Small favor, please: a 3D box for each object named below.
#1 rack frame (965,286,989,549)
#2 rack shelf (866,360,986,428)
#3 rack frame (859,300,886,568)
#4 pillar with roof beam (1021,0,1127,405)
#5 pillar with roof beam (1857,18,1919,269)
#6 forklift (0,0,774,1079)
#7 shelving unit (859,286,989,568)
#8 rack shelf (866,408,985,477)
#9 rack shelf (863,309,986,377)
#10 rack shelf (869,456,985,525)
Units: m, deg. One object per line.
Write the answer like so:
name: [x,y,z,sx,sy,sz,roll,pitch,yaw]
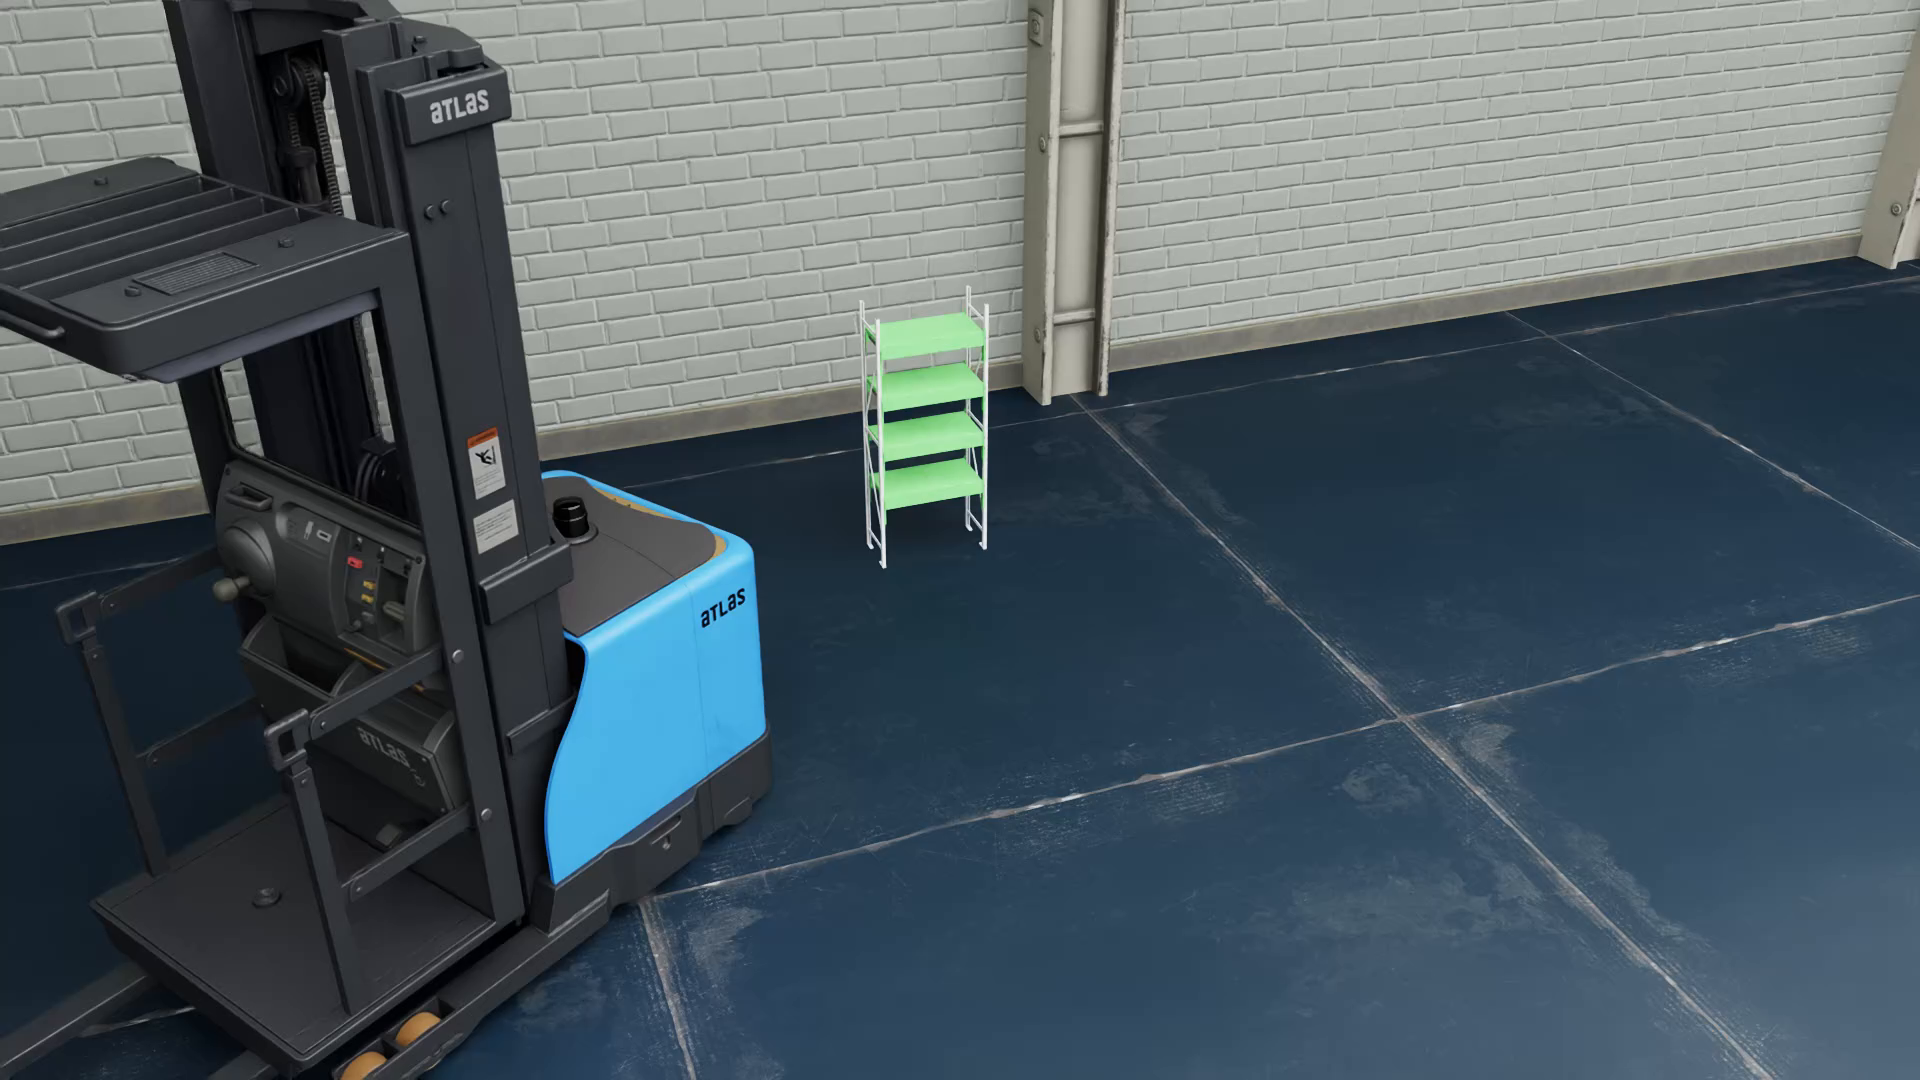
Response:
rack frame: [0.074,-0.535,7.477,0.015,1.200,0.240,-10,31,-18]
rack shelf: [-0.155,-0.646,7.316,0.480,0.148,0.258,-10,31,-18]
rack frame: [-0.384,-0.451,7.329,0.015,1.200,0.240,-10,31,-18]
pillar with roof beam: [2.077,-2.749,3.484,0.400,9.000,9.100,-10,31,-18]
pillar with roof beam: [7.701,-3.785,5.302,0.400,9.000,9.100,-10,31,-18]
forklift: [-1.951,0.113,4.591,1.130,2.935,3.031,20,35,31]
shelving unit: [-0.155,-0.493,7.403,0.503,1.200,0.258,-10,31,-18]
rack shelf: [-0.155,-0.437,7.434,0.480,0.148,0.258,-10,31,-18]
rack shelf: [-0.155,-0.854,7.197,0.480,0.148,0.258,-10,31,-18]
rack shelf: [-0.155,-0.229,7.553,0.480,0.148,0.258,-10,31,-18]
